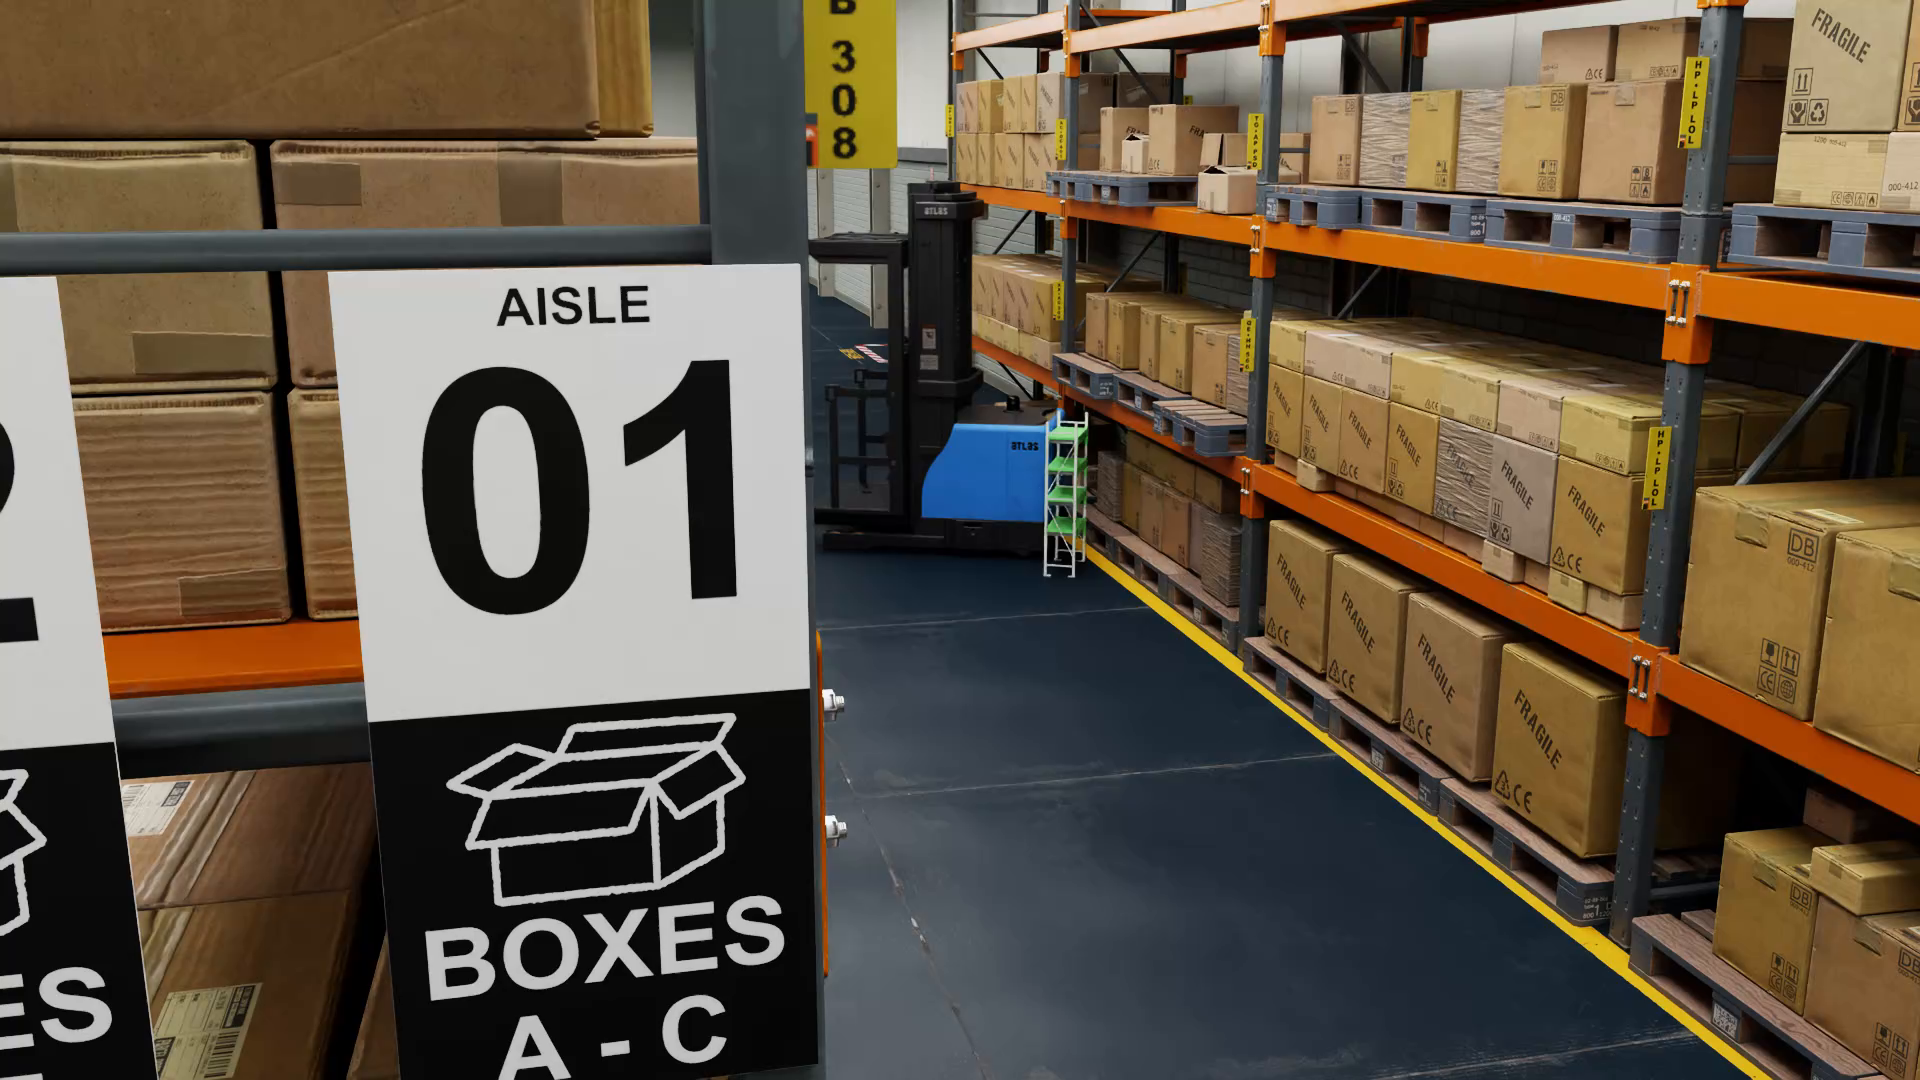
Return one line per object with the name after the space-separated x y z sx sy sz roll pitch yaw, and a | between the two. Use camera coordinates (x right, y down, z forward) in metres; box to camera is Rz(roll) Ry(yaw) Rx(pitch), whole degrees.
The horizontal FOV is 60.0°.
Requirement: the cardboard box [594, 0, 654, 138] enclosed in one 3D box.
-0.806 -0.816 2.310 0.700 0.500 0.500 -3 14 -13 | cardboard box

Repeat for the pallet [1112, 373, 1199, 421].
1.797 -1.071 12.394 1.003 0.211 1.213 -3 14 -13 | pallet

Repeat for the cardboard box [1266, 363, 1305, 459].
2.167 -0.786 9.945 0.500 0.500 0.500 -3 14 -12 | cardboard box

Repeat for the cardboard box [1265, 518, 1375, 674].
2.346 0.308 9.992 0.750 0.750 0.750 -3 14 -14 | cardboard box

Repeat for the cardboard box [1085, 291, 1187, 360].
1.448 -1.775 13.736 0.700 0.500 0.500 -3 14 -13 | cardboard box

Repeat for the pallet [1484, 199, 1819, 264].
2.977 -1.360 7.255 0.805 0.209 1.217 -4 14 -15 | pallet

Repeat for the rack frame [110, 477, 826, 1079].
-0.634 1.413 1.823 1.000 3.000 0.127 -3 14 -13 | rack frame

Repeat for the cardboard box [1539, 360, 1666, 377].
3.134 -0.710 8.054 0.500 0.250 0.500 -4 14 -15 | cardboard box

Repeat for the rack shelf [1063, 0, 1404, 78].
1.832 -3.541 11.821 1.077 0.370 4.000 -3 14 -13 | rack shelf

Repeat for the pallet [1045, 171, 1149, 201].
1.403 -2.850 13.347 1.213 0.211 1.003 -3 14 -13 | pallet

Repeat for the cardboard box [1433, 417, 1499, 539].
2.648 -0.316 8.019 0.500 0.500 0.500 -3 14 -13 | cardboard box

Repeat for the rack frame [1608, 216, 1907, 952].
3.241 0.213 6.734 1.000 3.000 0.127 -3 14 -13 | rack frame

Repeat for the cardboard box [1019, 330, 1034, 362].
0.847 -1.777 15.154 0.500 0.250 0.500 -3 14 -13 | cardboard box

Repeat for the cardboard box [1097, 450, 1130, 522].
1.551 -0.463 13.841 0.700 0.500 0.500 -3 14 -11 | cardboard box

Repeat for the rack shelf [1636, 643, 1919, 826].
3.710 1.024 4.931 1.077 0.370 4.000 -3 14 -13 | rack shelf

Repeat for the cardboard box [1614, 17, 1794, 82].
3.161 -2.081 7.086 0.500 0.250 0.500 -2 14 -9 | cardboard box

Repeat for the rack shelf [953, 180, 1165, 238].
0.892 -3.201 15.906 1.077 0.370 4.000 -3 14 -13 | rack shelf

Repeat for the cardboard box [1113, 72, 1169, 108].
1.524 -3.762 14.327 0.500 0.500 0.500 -3 14 -12 | cardboard box

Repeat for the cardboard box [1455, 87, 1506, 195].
2.892 -1.959 8.169 0.700 0.500 0.500 -3 14 -13 | cardboard box

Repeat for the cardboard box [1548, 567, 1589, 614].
2.804 0.206 7.249 0.380 0.149 0.250 -3 14 -12 | cardboard box

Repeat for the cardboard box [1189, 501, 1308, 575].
2.074 0.002 11.936 0.700 0.500 0.500 -3 14 -13 | cardboard box

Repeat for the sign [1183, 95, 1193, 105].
1.900 -3.564 13.954 0.100 0.325 0.005 -3 14 -13 | sign

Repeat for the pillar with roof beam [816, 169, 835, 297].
-6.984 -9.269 32.904 9.100 9.000 0.400 -3 14 -13 | pillar with roof beam

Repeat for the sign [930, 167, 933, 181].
-0.430 -5.532 25.365 0.001 0.298 0.199 -3 14 -13 | sign

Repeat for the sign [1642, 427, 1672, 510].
2.715 -0.278 6.473 0.100 0.325 0.005 -3 14 -13 | sign

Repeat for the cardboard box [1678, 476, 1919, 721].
3.352 0.194 6.183 0.980 0.700 0.700 -3 14 -12 | cardboard box

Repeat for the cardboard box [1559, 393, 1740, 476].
2.882 -0.447 6.978 0.500 0.250 0.500 -3 14 -12 | cardboard box

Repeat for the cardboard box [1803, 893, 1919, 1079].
3.431 1.518 5.776 0.700 0.500 0.500 -3 14 -14 | cardboard box

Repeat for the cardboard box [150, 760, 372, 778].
-1.252 0.555 3.016 0.500 0.500 0.500 -3 14 -12 | cardboard box

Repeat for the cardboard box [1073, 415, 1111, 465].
1.079 -0.869 15.504 0.500 0.500 0.500 -4 14 -17 | cardboard box

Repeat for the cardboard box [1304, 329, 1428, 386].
2.284 -1.034 9.378 0.500 0.250 0.500 -3 14 -14 | cardboard box

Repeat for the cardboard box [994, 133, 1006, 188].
0.622 -3.612 15.816 0.500 0.500 0.500 -2 14 -10 | cardboard box

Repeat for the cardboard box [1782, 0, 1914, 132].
3.136 -1.608 5.508 0.500 0.500 0.500 -3 14 -14 | cardboard box

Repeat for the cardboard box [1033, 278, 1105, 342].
0.950 -2.025 14.590 0.500 0.500 0.500 -3 14 -13 | cardboard box

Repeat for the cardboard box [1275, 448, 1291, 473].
2.153 -0.508 10.175 0.380 0.149 0.250 -3 14 -14 | cardboard box

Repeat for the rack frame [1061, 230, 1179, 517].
1.362 -1.632 14.288 1.000 3.000 0.127 -3 14 -13 | rack frame

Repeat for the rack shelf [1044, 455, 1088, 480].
0.822 -0.532 12.835 0.258 0.148 0.480 3 14 13 | rack shelf

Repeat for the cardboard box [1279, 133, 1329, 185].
2.356 -2.404 10.873 0.500 0.500 0.500 -3 14 -13 | cardboard box

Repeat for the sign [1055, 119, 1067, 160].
0.836 -3.309 13.740 0.100 0.325 0.005 -3 14 -13 | sign

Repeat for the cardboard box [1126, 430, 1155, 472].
1.658 -0.726 13.337 0.500 0.250 0.500 -4 14 -14 | cardboard box

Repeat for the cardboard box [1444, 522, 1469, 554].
2.630 -0.032 8.226 0.380 0.149 0.250 -4 14 -15 | cardboard box

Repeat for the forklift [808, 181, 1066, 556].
-0.667 -1.442 13.655 3.031 2.935 1.130 2 14 10 | forklift

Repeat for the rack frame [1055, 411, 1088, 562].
0.879 -0.418 13.107 0.240 1.200 0.015 3 14 13 | rack frame

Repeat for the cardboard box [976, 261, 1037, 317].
0.464 -2.495 16.514 0.500 0.500 0.500 -4 14 -15 | cardboard box

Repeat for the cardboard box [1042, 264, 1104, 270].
1.092 -2.407 16.155 0.500 0.500 0.500 -3 14 -12 | cardboard box

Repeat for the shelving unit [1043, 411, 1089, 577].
0.822 -0.361 12.877 0.258 1.200 0.503 3 14 13 | shelving unit

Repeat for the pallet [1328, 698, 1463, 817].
2.696 1.112 8.931 1.003 0.211 1.213 -3 14 -13 | pallet

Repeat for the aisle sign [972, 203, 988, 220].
0.114 -3.818 17.756 0.394 0.787 0.004 -3 14 -13 | aisle sign

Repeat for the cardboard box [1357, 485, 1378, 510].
2.433 -0.273 9.212 0.380 0.149 0.250 -3 14 -12 | cardboard box

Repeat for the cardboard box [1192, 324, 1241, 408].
2.024 -1.207 11.410 0.700 0.500 0.500 -5 14 -18 | cardboard box

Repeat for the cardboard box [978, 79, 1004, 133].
0.477 -4.218 16.191 0.500 0.500 0.500 -3 14 -12 | cardboard box

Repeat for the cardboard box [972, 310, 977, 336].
0.364 -2.243 17.060 0.500 0.250 0.500 -4 14 -15 | cardboard box
